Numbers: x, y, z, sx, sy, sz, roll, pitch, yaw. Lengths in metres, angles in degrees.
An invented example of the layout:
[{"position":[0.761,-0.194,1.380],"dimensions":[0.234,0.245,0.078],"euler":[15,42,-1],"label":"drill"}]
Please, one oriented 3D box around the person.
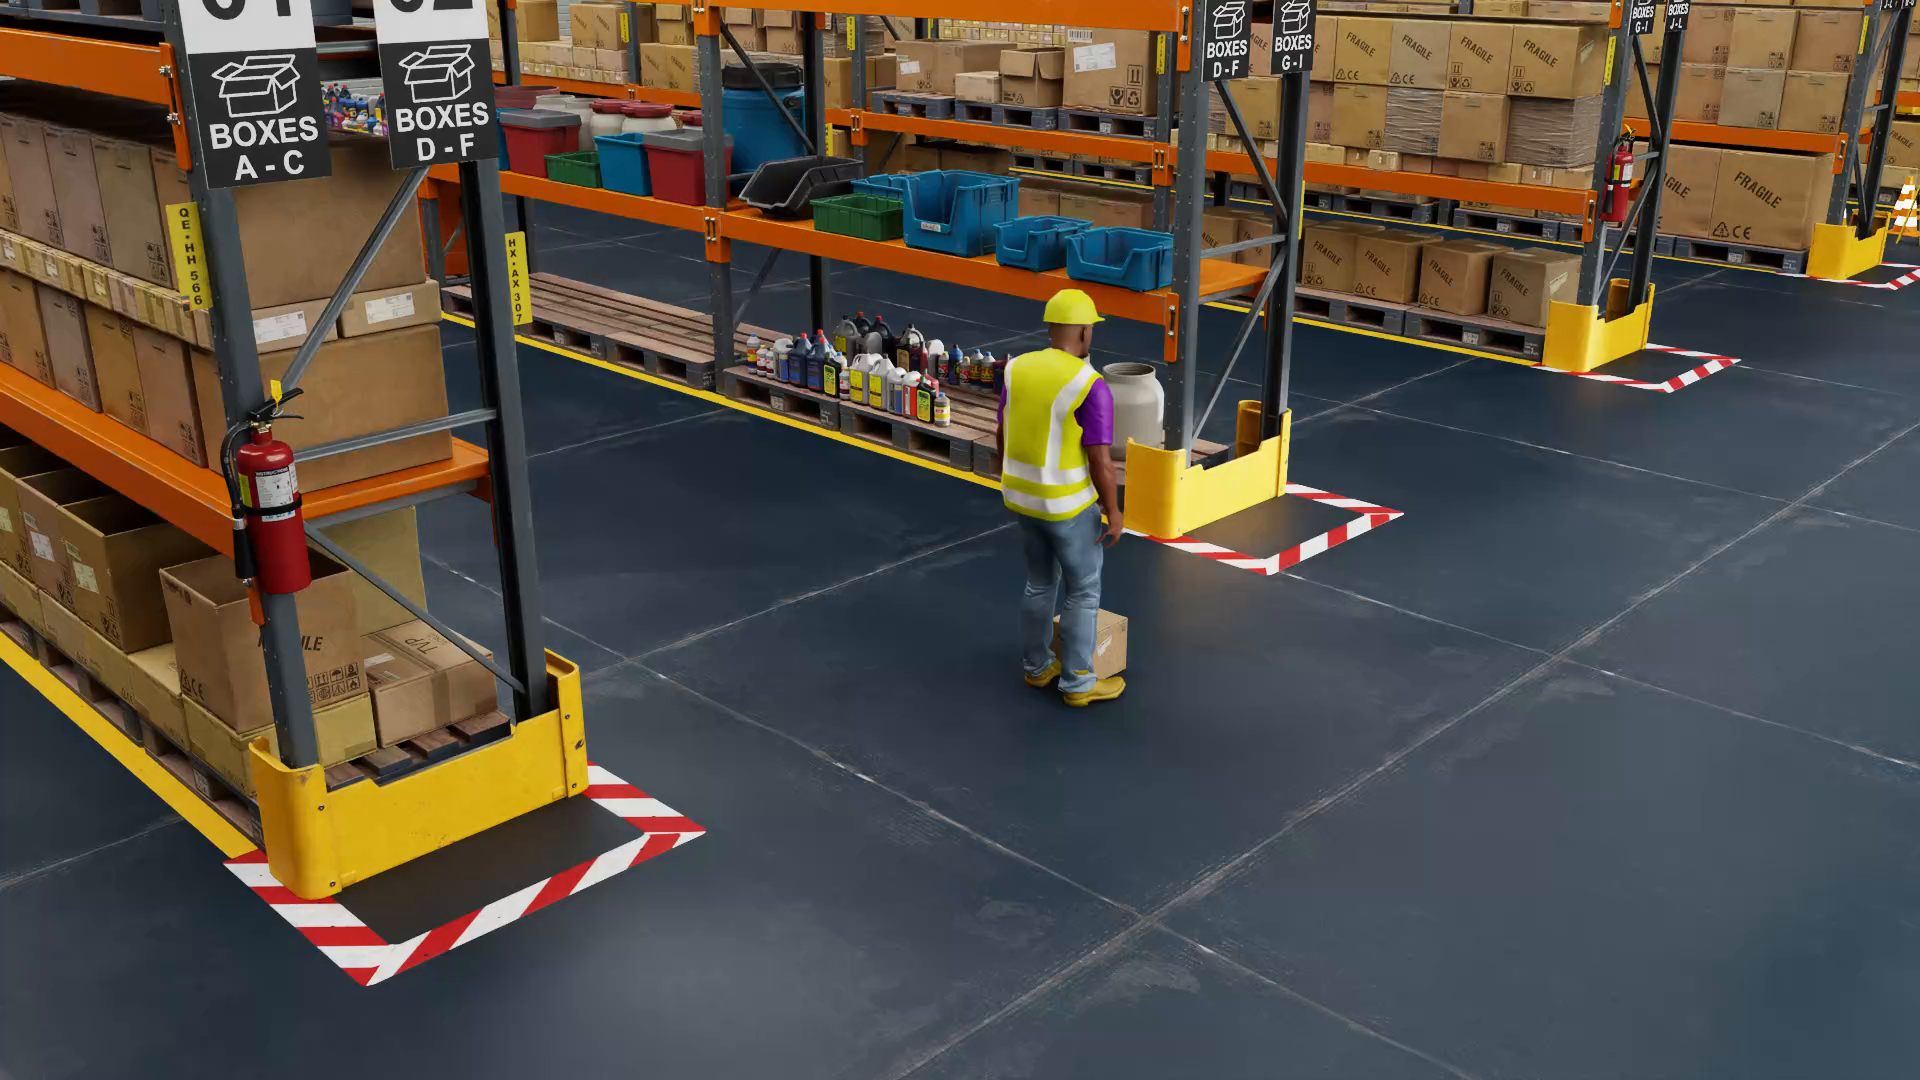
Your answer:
[{"position":[0.425,-0.176,7.028],"dimensions":[0.628,1.757,0.458],"euler":[19,28,41],"label":"person"}]
